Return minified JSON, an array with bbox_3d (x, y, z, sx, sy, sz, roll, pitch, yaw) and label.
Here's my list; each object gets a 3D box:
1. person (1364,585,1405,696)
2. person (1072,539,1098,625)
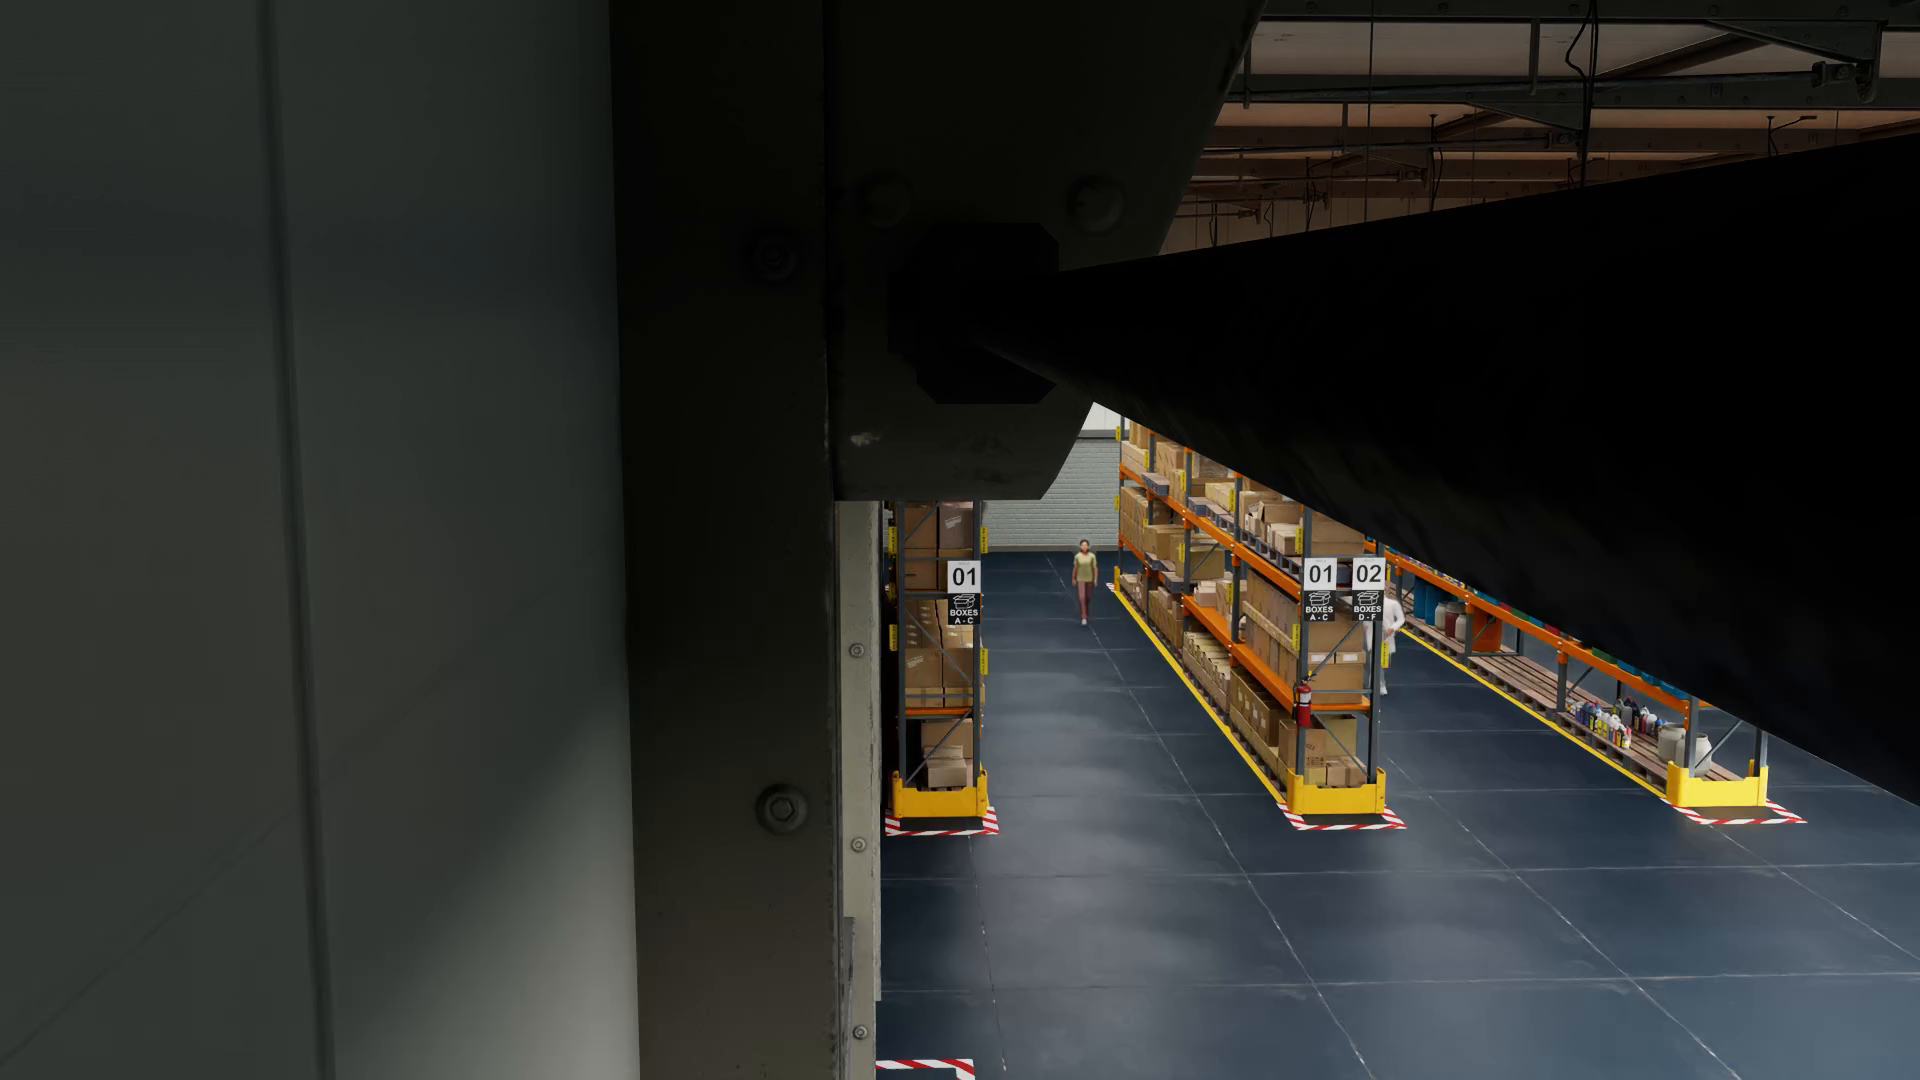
[{"bbox_3d":[6.885,1.586,27.014,0.616,1.760,0.898,1,8,4],"label":"person"},{"bbox_3d":[2.490,0.804,32.672,0.465,1.614,0.973,-2,8,-11],"label":"person"}]
